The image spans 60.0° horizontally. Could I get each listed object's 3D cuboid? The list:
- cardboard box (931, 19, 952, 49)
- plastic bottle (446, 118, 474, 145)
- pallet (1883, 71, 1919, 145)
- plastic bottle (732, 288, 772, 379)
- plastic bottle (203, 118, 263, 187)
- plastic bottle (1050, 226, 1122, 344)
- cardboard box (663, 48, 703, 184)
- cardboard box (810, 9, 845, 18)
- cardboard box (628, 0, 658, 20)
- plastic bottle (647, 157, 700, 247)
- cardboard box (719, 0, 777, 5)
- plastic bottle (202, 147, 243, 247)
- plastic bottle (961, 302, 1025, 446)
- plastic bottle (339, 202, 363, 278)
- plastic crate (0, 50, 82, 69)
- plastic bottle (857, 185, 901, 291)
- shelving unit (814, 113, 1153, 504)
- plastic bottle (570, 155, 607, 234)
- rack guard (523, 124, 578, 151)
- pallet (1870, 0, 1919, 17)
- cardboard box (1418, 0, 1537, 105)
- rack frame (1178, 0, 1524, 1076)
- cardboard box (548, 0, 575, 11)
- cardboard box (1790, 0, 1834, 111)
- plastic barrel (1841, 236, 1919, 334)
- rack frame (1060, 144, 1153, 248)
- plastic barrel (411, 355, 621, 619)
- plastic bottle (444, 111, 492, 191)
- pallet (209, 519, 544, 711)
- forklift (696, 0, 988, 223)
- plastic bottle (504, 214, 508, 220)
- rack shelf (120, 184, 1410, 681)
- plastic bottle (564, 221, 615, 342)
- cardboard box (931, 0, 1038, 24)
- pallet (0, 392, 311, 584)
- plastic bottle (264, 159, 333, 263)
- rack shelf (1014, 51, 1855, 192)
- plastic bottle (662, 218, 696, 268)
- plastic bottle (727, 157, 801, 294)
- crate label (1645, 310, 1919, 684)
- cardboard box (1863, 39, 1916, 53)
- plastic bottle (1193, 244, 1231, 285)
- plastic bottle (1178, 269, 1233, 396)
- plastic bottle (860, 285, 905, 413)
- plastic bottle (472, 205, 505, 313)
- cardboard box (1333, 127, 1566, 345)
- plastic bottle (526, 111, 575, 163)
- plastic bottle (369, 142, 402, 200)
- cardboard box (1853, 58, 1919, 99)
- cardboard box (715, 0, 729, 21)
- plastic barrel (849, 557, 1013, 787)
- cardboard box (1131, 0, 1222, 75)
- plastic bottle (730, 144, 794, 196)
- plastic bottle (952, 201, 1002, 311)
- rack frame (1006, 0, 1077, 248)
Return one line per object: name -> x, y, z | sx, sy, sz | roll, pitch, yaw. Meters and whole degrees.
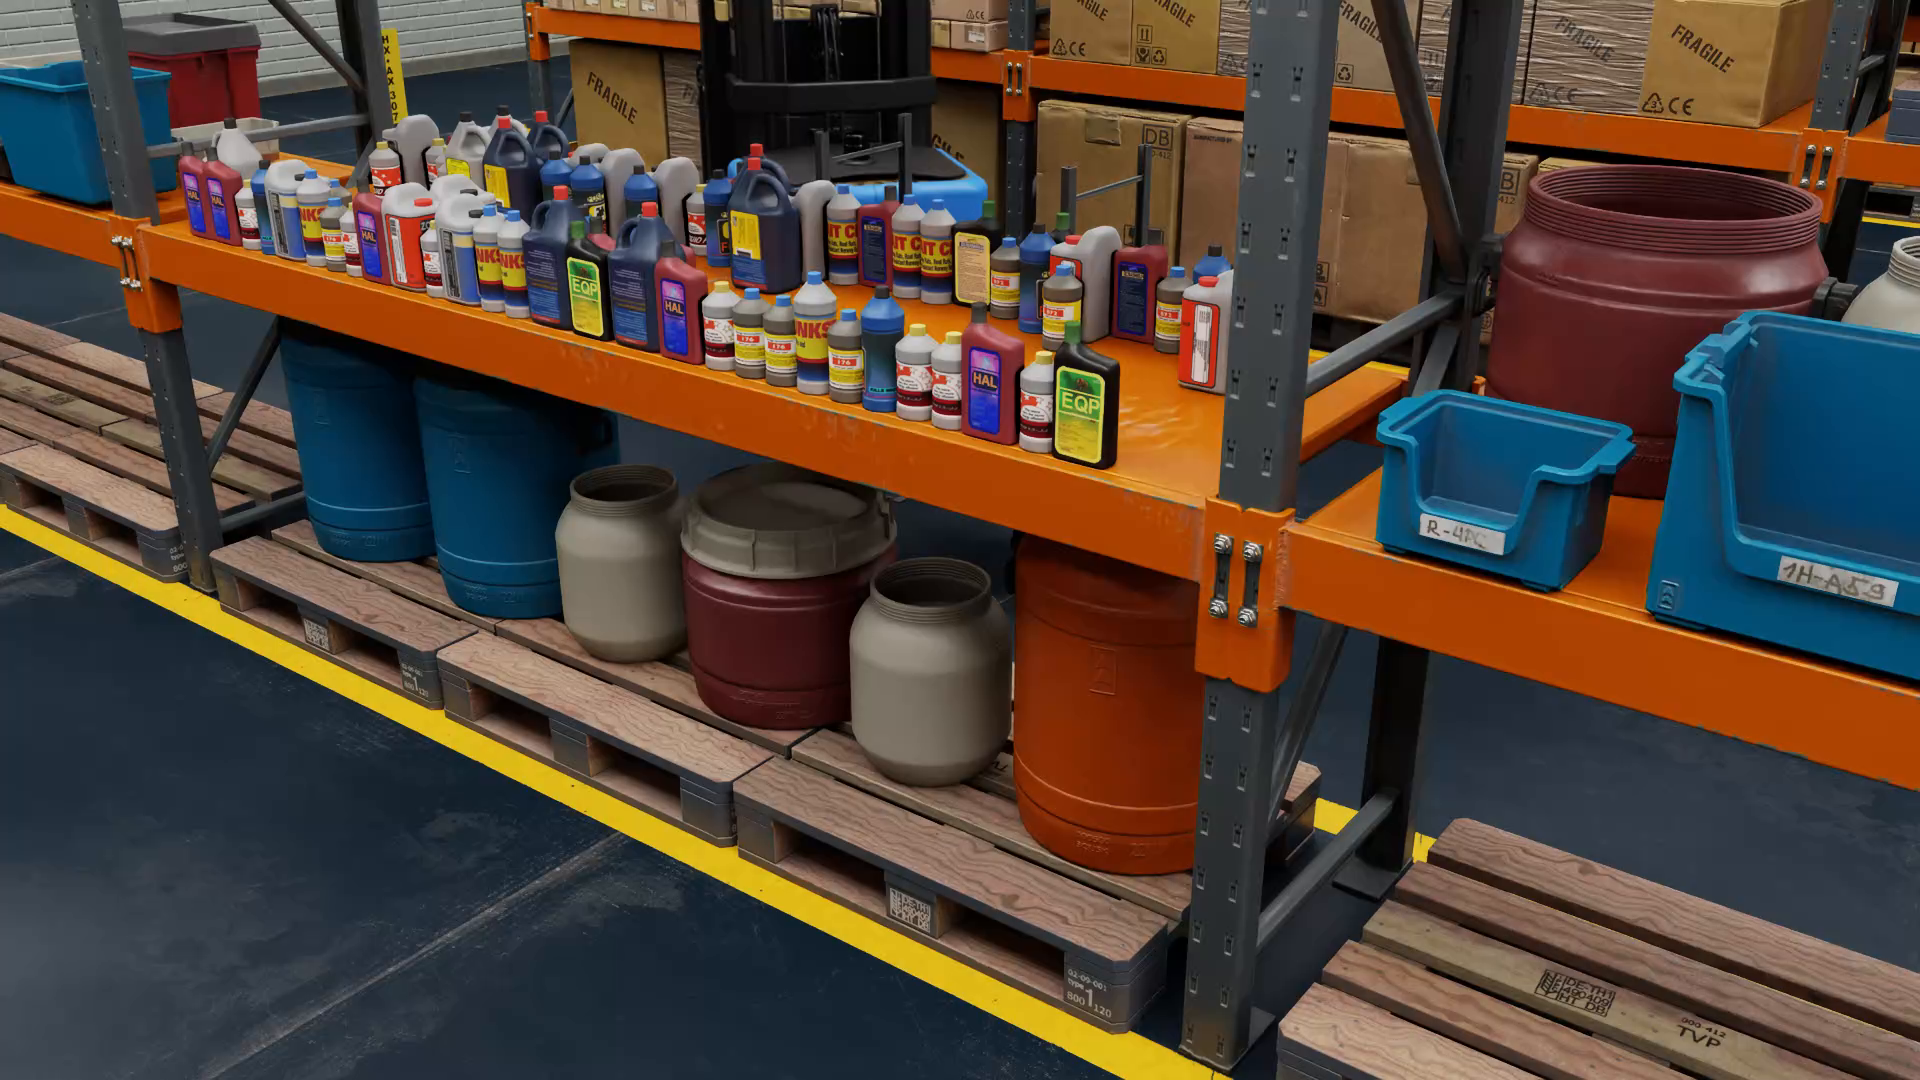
cardboard box -> -0.045, -2.866, 9.346 | 0.250, 0.149, 0.380 | 17, 29, 34
plastic bottle -> -1.646, -1.267, 5.550 | 0.133, 0.283, 0.061 | 17, 29, 33
pallet -> 4.437, -1.758, 6.757 | 1.003, 0.211, 1.213 | 17, 29, 33
plastic bottle -> -0.480, -0.486, 3.878 | 0.097, 0.201, 0.097 | 0, 24, 0
plastic bottle -> -2.249, -1.131, 5.157 | 0.185, 0.351, 0.144 | 17, 29, 33
plastic bottle -> 0.310, -0.650, 4.158 | 0.135, 0.276, 0.152 | 17, 29, 33
cardboard box -> -1.310, -2.789, 10.974 | 0.875, 0.875, 0.875 | 17, 29, 33
cardboard box -> -0.662, -3.053, 9.770 | 0.250, 0.149, 0.380 | 17, 29, 34
cardboard box -> -1.892, -3.425, 10.614 | 0.250, 0.149, 0.380 | 16, 29, 33
plastic bottle -> -0.870, -1.006, 4.967 | 0.135, 0.276, 0.152 | 17, 29, 33
cardboard box -> -1.136, -3.412, 10.090 | 0.500, 0.250, 0.500 | 16, 28, 32
plastic bottle -> -2.224, -1.041, 5.037 | 0.133, 0.283, 0.061 | 17, 29, 33
plastic bottle -> 0.068, -0.348, 3.464 | 0.133, 0.283, 0.061 | 17, 29, 33
plastic bottle -> -1.701, -0.855, 4.716 | 0.097, 0.201, 0.097 | 0, 24, 0
plastic crate -> -3.480, -1.755, 6.585 | 0.530, 0.282, 0.437 | 17, 29, 33
plastic bottle -> -0.217, -0.835, 4.570 | 0.133, 0.283, 0.061 | 17, 29, 33
shelving unit -> 0.068, -0.666, 5.901 | 1.048, 1.500, 0.538 | 17, 29, 33
plastic bottle -> -1.115, -1.015, 4.994 | 0.097, 0.271, 0.097 | 0, 24, 0
rack guard -> -2.618, -2.780, 11.939 | 0.348, 0.500, 1.175 | 17, 29, 33
pallet -> 6.225, -3.610, 10.960 | 1.003, 0.211, 1.213 | 17, 29, 33
cardboard box -> 2.447, -2.316, 7.661 | 0.500, 0.500, 0.500 | 16, 28, 32
rack frame -> 0.833, -0.385, 3.405 | 0.127, 3.000, 1.000 | 17, 29, 33
cardboard box -> -2.512, -3.611, 11.036 | 0.250, 0.149, 0.380 | 17, 29, 34
cardboard box -> 3.577, -2.235, 7.477 | 0.500, 0.500, 0.500 | 18, 29, 35
plastic barrel -> 1.784, -0.257, 2.974 | 0.421, 0.512, 0.421 | 0, 24, 0
rack frame -> 0.475, -0.543, 5.622 | 0.032, 1.500, 0.500 | 17, 29, 33
plastic barrel -> -1.376, -0.276, 5.239 | 0.708, 0.901, 0.600 | 17, 29, 33
plastic bottle -> -1.523, -1.167, 5.240 | 0.185, 0.351, 0.144 | 17, 29, 33
pallet -> -1.776, 0.123, 5.708 | 1.213, 0.211, 1.003 | 17, 29, 33
forklift -> -0.741, -2.409, 8.083 | 1.130, 2.935, 3.031 | -6, 25, -14
plastic bottle -> -1.240, -0.792, 4.573 | 0.097, 0.201, 0.097 | 0, 24, 0
rack shelf -> -0.768, -0.540, 4.647 | 4.000, 0.370, 1.077 | 17, 29, 33
plastic bottle -> -0.916, -0.646, 4.140 | 0.133, 0.283, 0.061 | 17, 29, 33
cardboard box -> 0.092, -3.040, 9.247 | 0.500, 0.250, 0.500 | 16, 29, 32
pallet -> -2.980, -0.242, 6.537 | 1.213, 0.211, 1.003 | 17, 29, 33
plastic bottle -> -1.933, -0.973, 4.891 | 0.135, 0.276, 0.152 | 17, 29, 33
rack shelf -> 2.203, -2.138, 8.274 | 4.000, 0.370, 1.077 | 17, 29, 33
plastic bottle -> -0.723, -0.660, 4.172 | 0.133, 0.283, 0.061 | 17, 29, 33
plastic bottle -> -0.538, -0.866, 4.555 | 0.185, 0.351, 0.144 | 17, 29, 33
crate label -> 1.465, -0.074, 2.654 | 0.616, 0.435, 0.502 | 17, 29, 33
cardboard box -> 8.533, -4.812, 15.565 | 0.875, 0.875, 0.875 | 17, 29, 34
plastic bottle -> 0.604, -0.572, 3.989 | 0.097, 0.271, 0.097 | 0, 24, 0
plastic bottle -> 0.589, -0.489, 3.793 | 0.135, 0.276, 0.152 | 17, 29, 33
plastic bottle -> -0.169, -0.423, 3.650 | 0.097, 0.271, 0.097 | 0, 24, 0
plastic bottle -> -1.223, -0.742, 4.374 | 0.097, 0.271, 0.097 | 0, 24, 0
cardboard box -> 2.555, -1.595, 8.264 | 0.875, 0.875, 1.225 | 17, 29, 33
plastic bottle -> -1.288, -1.169, 5.244 | 0.185, 0.351, 0.144 | 17, 29, 33
plastic bottle -> -1.919, -1.226, 5.559 | 0.097, 0.201, 0.097 | 0, 24, 0
cardboard box -> 6.154, -3.032, 11.060 | 0.500, 0.250, 0.500 | 16, 28, 32
cardboard box -> -1.281, -3.239, 10.193 | 0.250, 0.149, 0.380 | 16, 28, 32
plastic barrel -> -0.074, 0.340, 4.322 | 0.421, 0.512, 0.421 | 0, 24, 0
cardboard box -> 1.223, -2.683, 8.496 | 0.500, 0.500, 0.500 | 17, 29, 33
plastic bottle -> -0.555, -0.947, 4.741 | 0.185, 0.351, 0.144 | 17, 29, 33
plastic bottle -> 0.046, -0.756, 4.390 | 0.133, 0.283, 0.061 | 17, 29, 33
rack frame -> 0.602, -2.951, 9.227 | 0.127, 3.000, 1.000 | 17, 29, 33
